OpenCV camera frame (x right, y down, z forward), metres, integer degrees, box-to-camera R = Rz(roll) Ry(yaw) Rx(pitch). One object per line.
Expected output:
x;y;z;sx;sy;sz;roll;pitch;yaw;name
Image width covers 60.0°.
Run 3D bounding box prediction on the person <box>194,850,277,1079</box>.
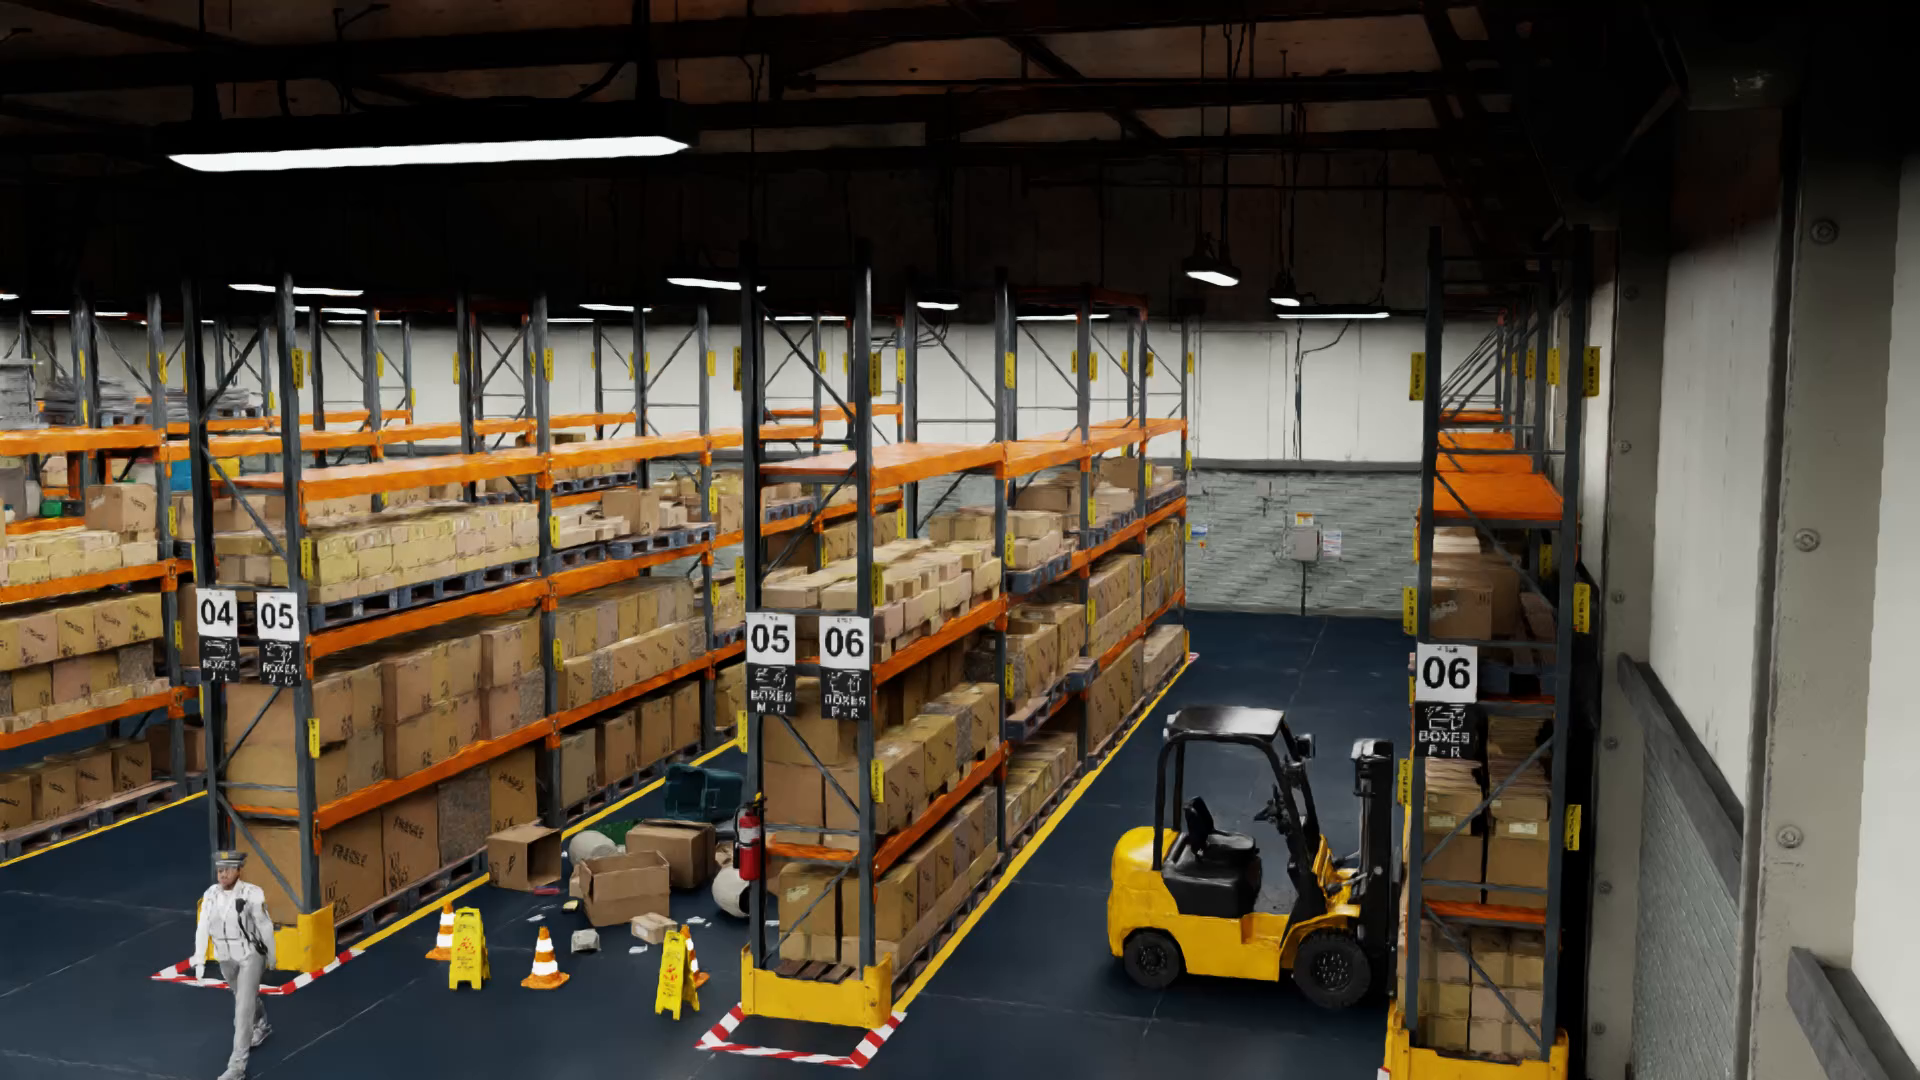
-5.245;3.003;12.024;0.482;1.622;0.994;1;6;8;person
